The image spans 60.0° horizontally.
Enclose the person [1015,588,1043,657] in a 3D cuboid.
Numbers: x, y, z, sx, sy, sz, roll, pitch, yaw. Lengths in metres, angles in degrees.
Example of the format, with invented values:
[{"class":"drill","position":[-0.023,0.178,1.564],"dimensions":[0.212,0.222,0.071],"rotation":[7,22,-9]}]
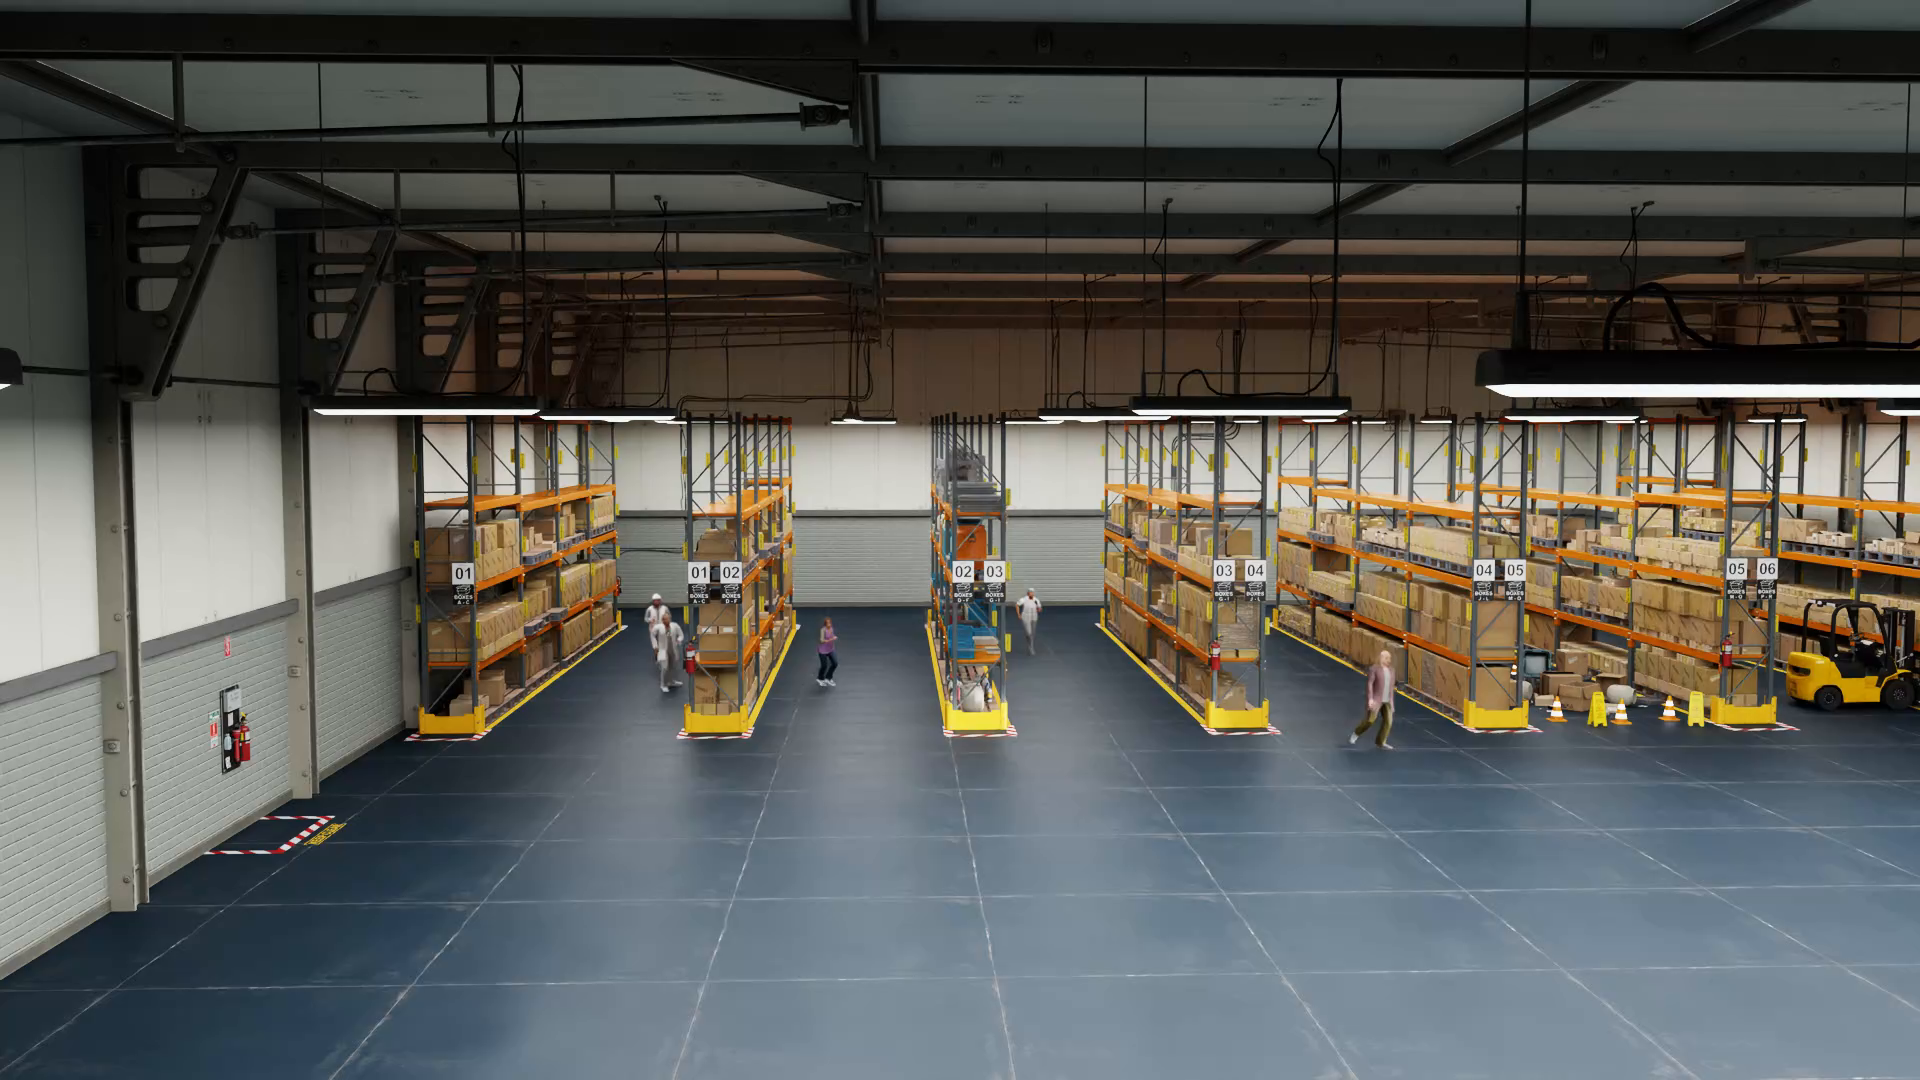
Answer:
[{"class":"person","position":[1.743,2.044,41.872],"dimensions":[0.644,1.701,0.897],"rotation":[-1,4,-18]}]

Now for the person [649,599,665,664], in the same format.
[{"class":"person","position":[-7.092,2.109,39.234],"dimensions":[0.504,1.595,0.833],"rotation":[0,4,-1]}]

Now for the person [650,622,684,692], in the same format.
[{"class":"person","position":[-6.356,2.527,36.245],"dimensions":[0.760,1.557,0.813],"rotation":[-2,5,-31]}]

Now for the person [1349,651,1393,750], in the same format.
[{"class":"person","position":[7.333,2.808,29.507],"dimensions":[0.737,1.717,0.664],"rotation":[-1,4,-21]}]

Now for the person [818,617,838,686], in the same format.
[{"class":"person","position":[-2.950,2.464,36.544],"dimensions":[0.498,1.558,0.808],"rotation":[-3,5,-38]}]
